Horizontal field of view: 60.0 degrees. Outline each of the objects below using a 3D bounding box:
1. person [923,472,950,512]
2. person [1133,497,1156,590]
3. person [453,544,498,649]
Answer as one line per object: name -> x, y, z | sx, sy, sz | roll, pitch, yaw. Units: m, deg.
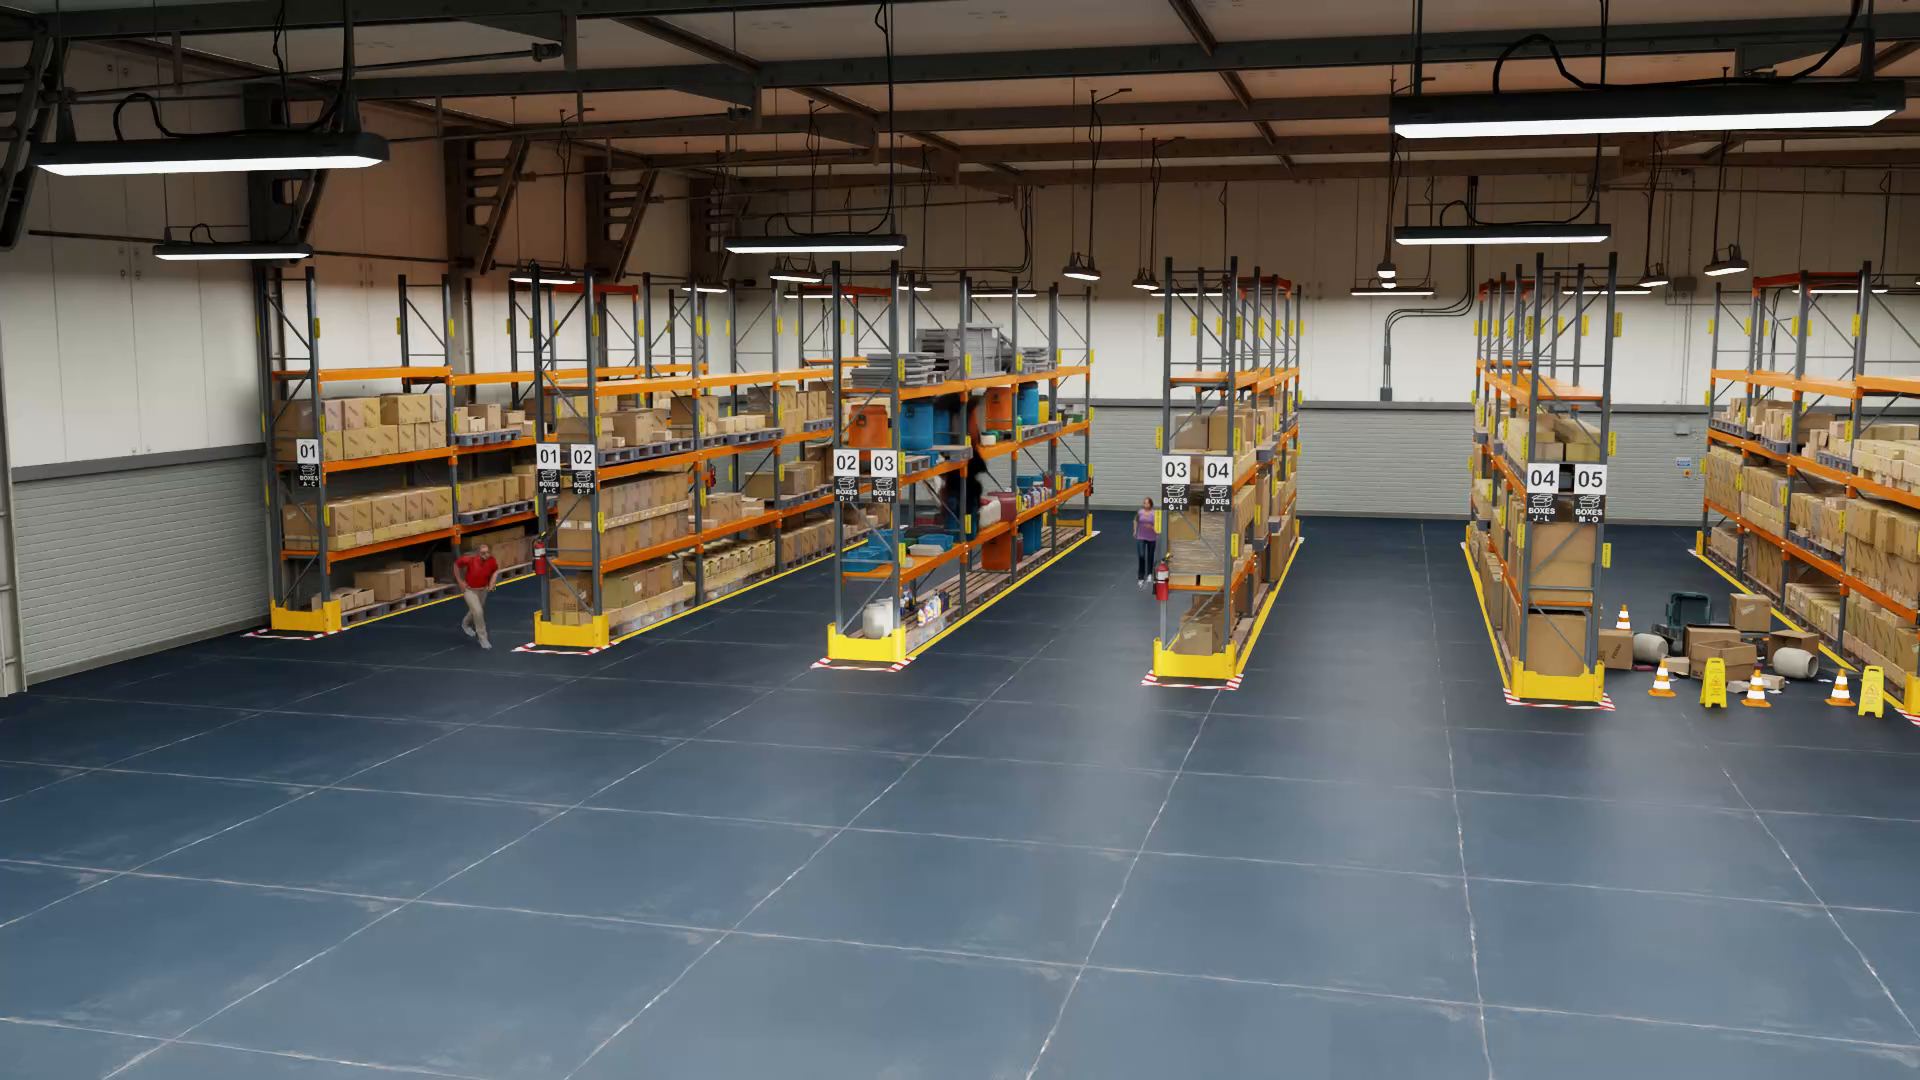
person -> -0.532, -1.161, 41.658 | 0.674, 1.776, 0.960 | -4, 8, -30
person -> 3.434, 0.045, 30.658 | 0.508, 1.686, 0.698 | 1, 7, 10
person -> -7.733, 0.871, 26.438 | 0.705, 1.696, 1.018 | -6, 9, -39
